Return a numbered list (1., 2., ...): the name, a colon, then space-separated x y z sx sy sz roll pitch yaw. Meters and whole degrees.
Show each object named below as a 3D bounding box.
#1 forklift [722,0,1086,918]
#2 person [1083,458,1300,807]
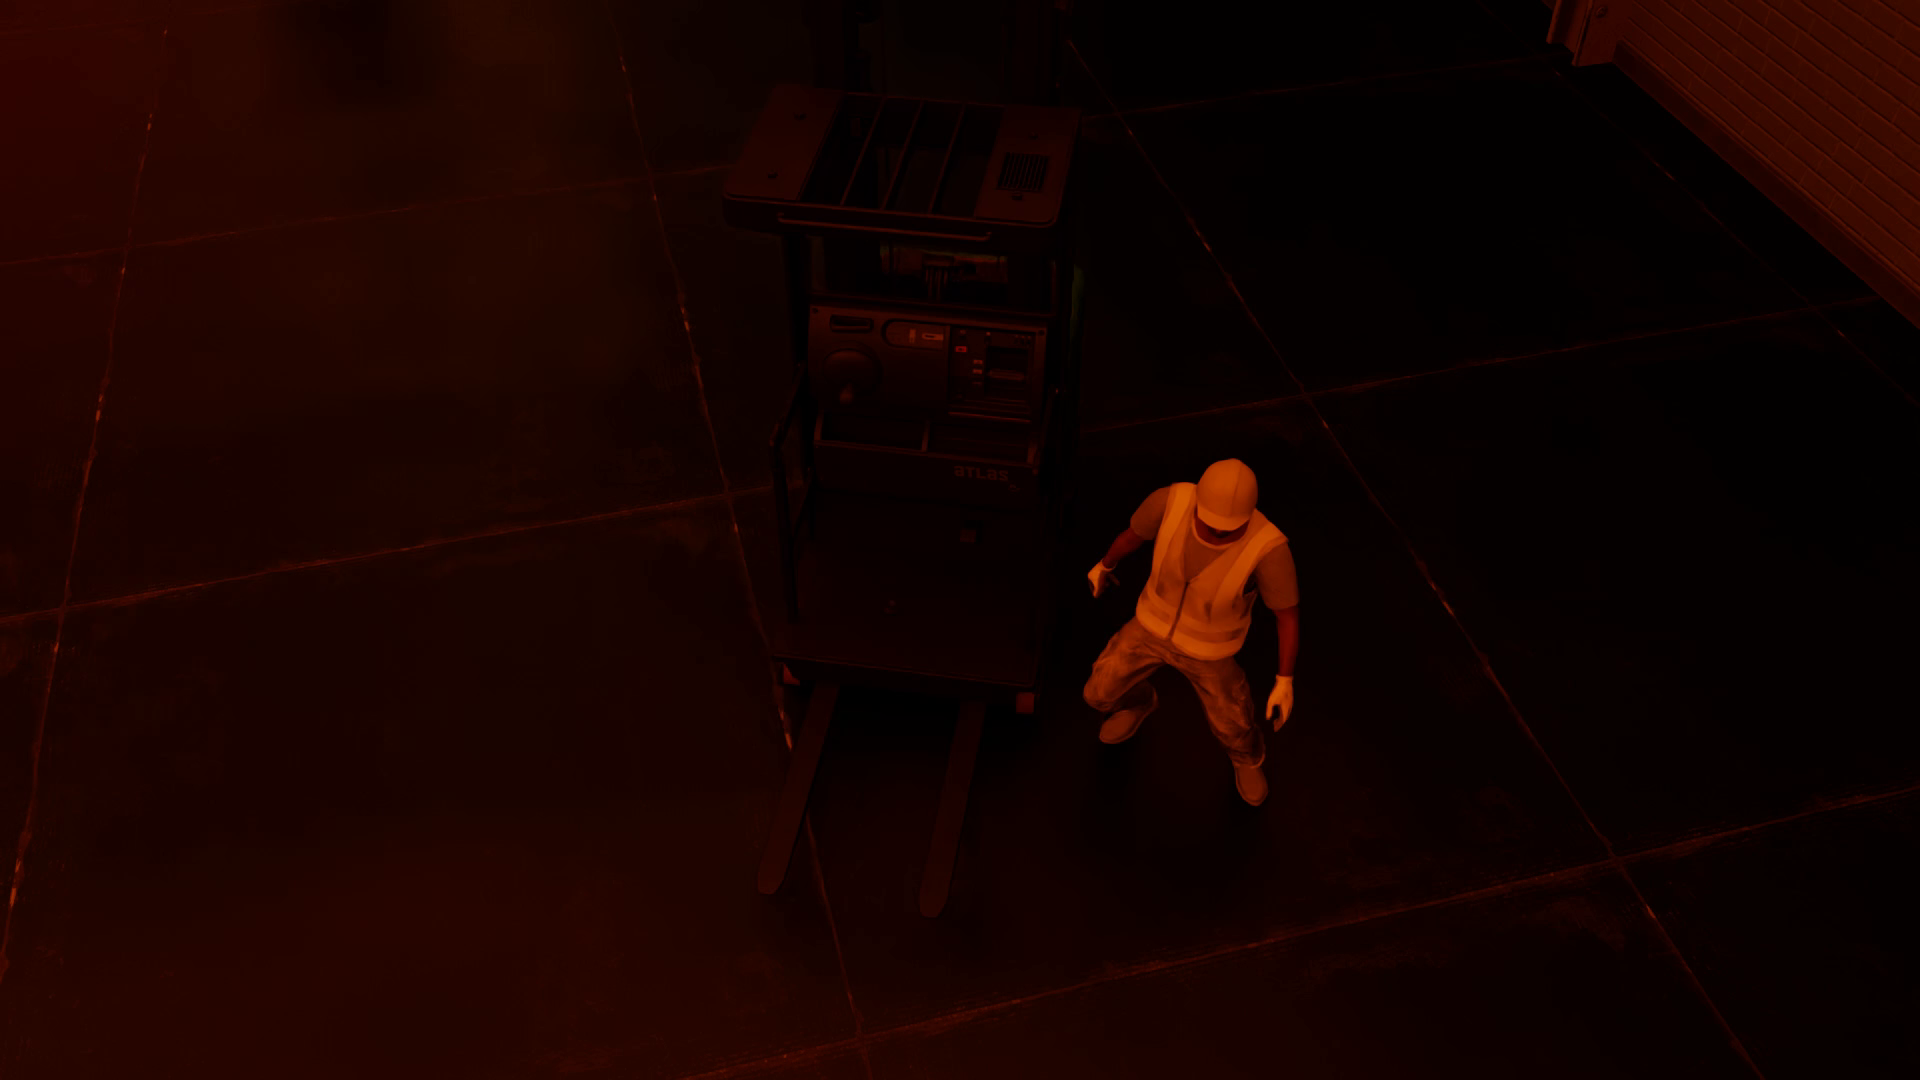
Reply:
1. forklift: -0.162 -0.601 6.281 1.130 2.935 3.031 6 44 7
2. person: 0.860 0.323 6.209 0.951 1.686 0.541 26 49 25
